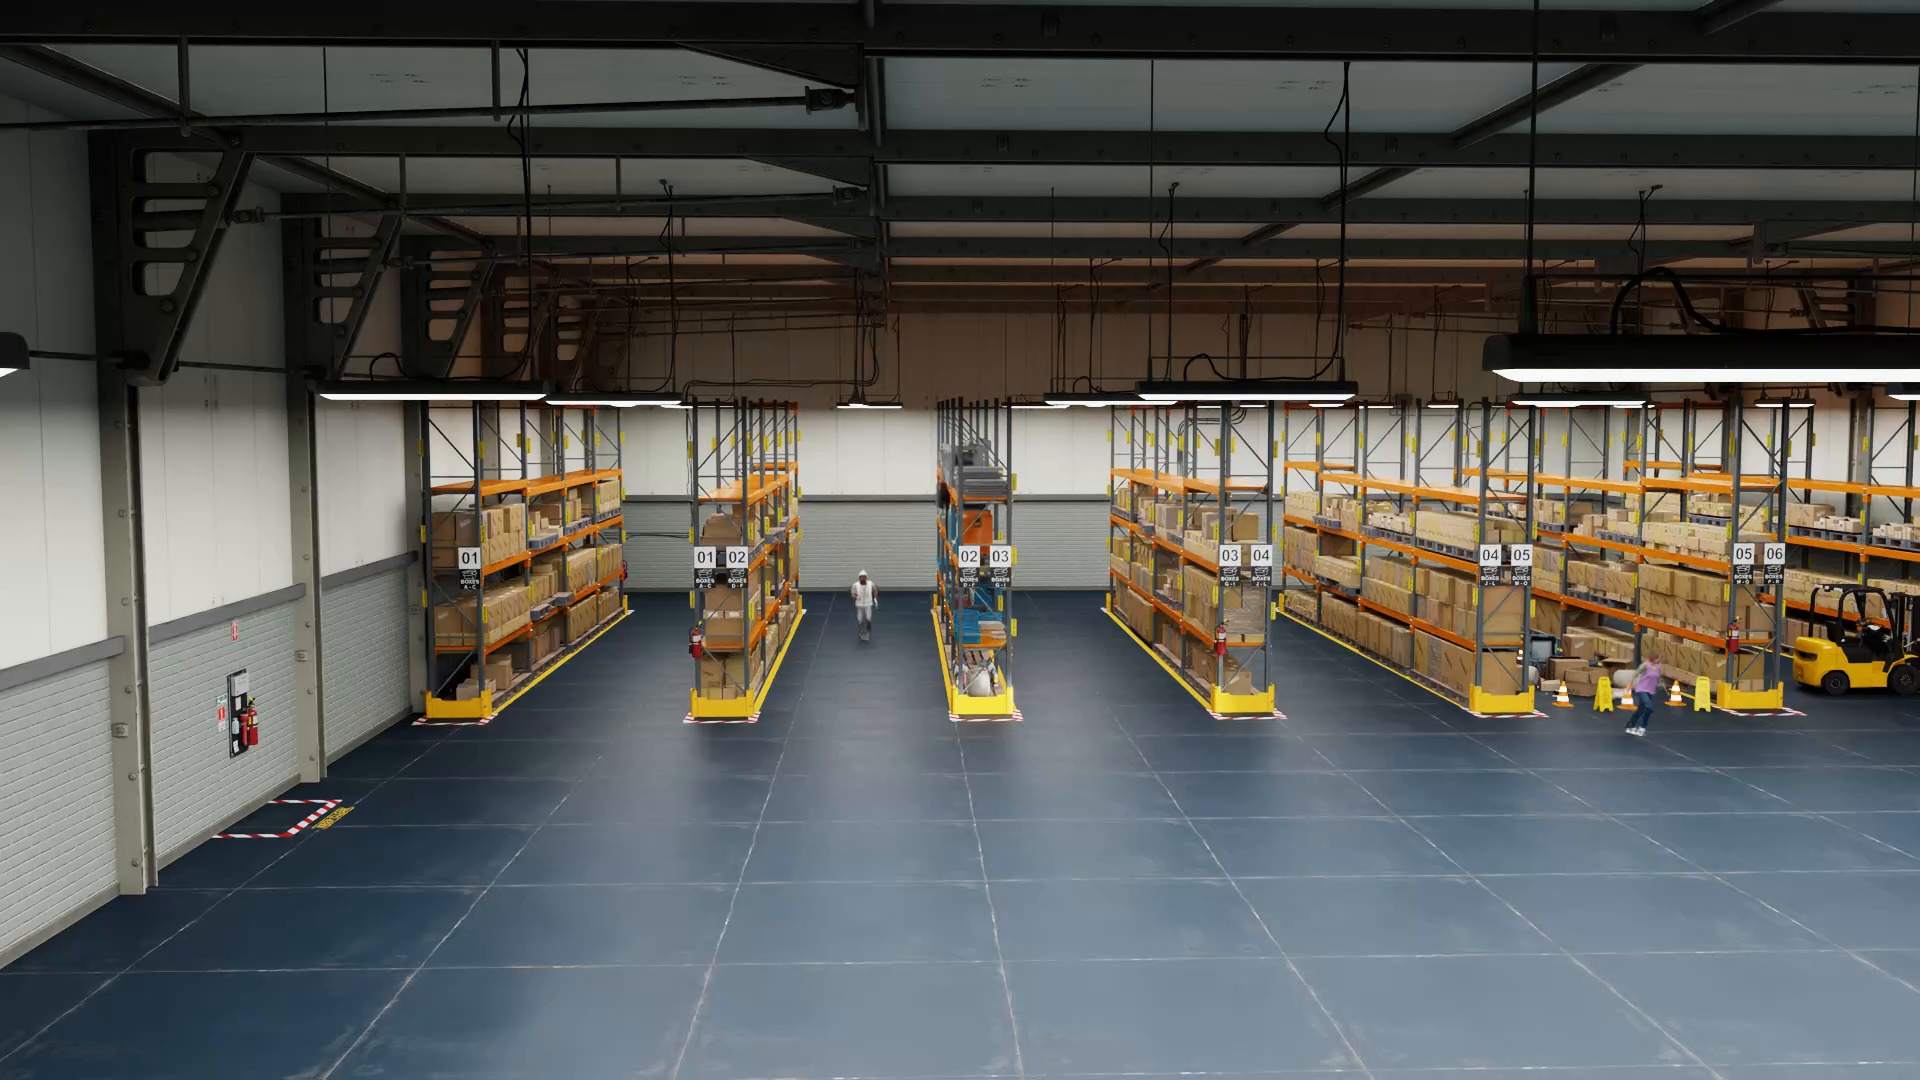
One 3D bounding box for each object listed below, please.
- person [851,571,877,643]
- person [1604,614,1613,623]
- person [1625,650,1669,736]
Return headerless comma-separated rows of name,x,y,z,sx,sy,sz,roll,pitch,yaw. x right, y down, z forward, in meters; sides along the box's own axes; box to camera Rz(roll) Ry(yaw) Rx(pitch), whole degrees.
person,-2.374,1.653,41.238,0.657,1.784,0.796,0,4,-3
person,17.212,1.421,44.710,0.703,1.712,0.750,-2,5,-26
person,12.080,2.687,29.263,0.504,1.523,0.729,-2,5,-27
